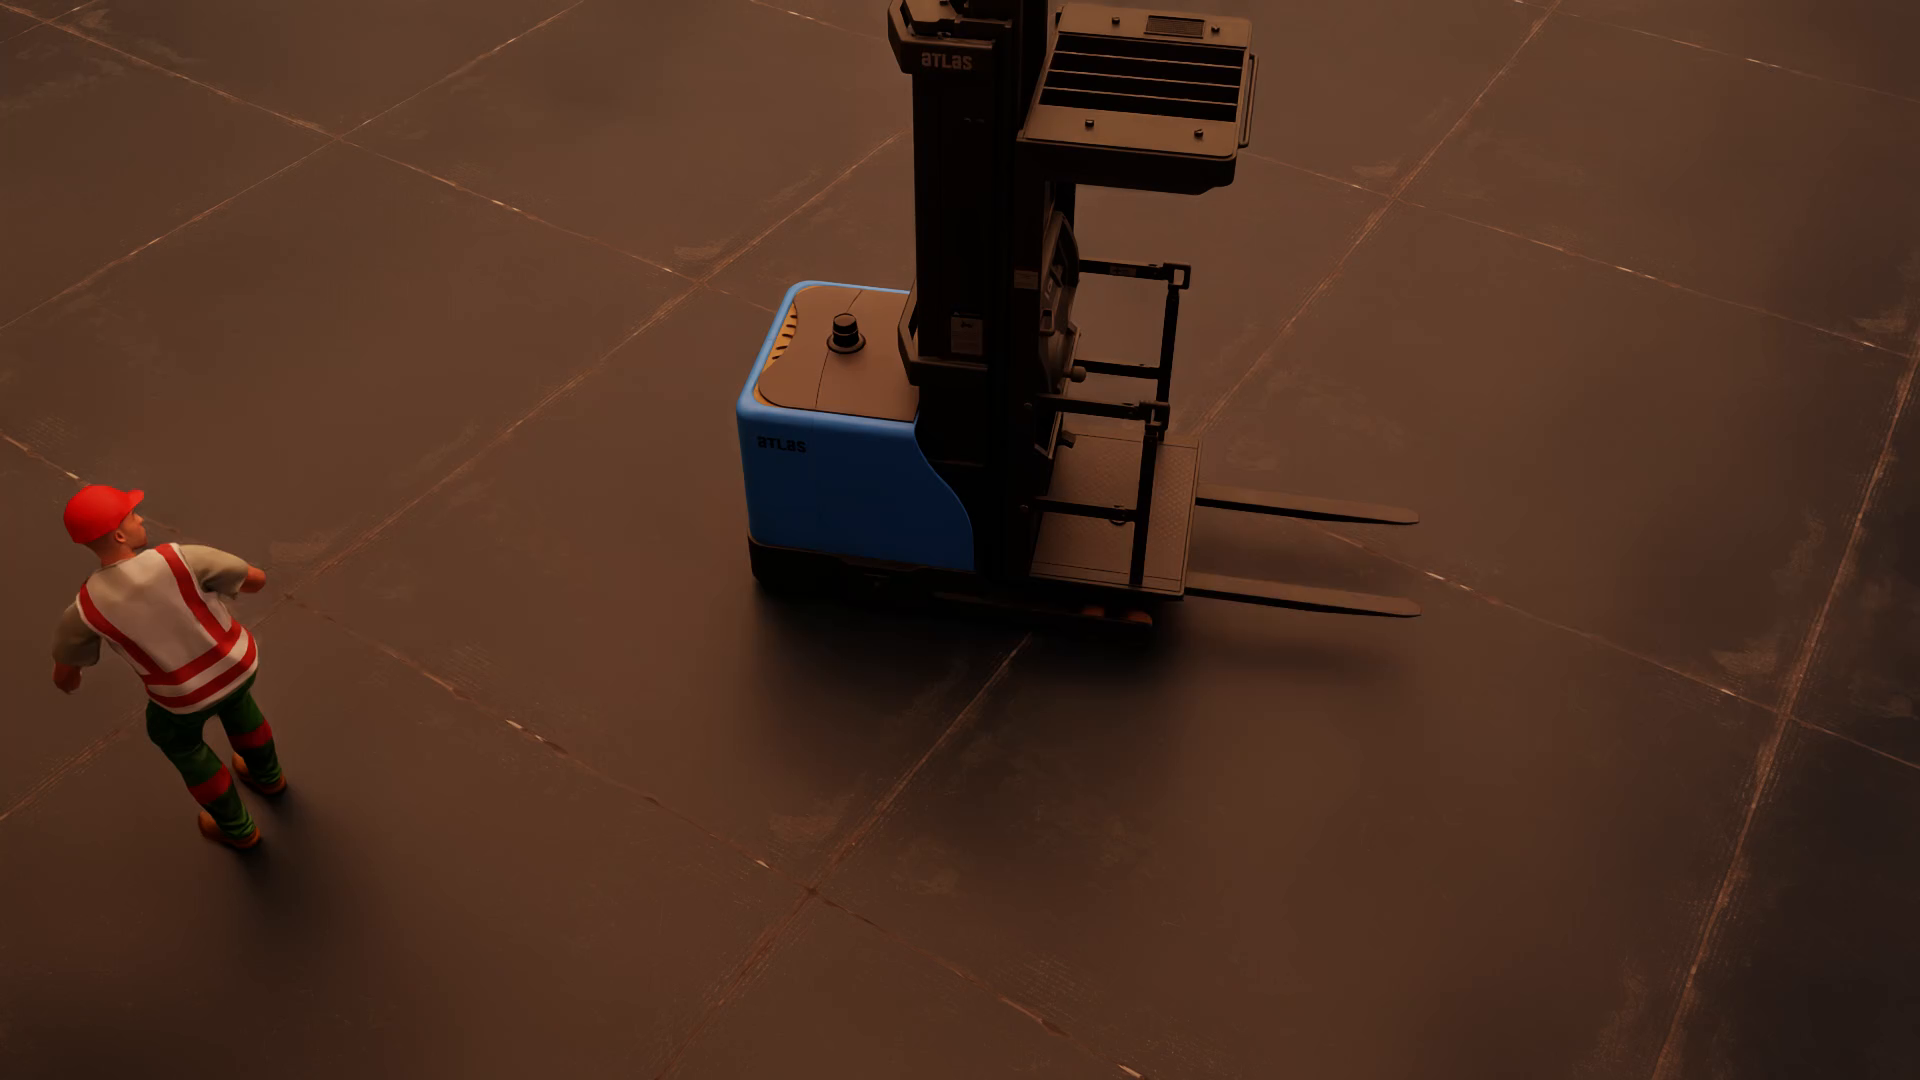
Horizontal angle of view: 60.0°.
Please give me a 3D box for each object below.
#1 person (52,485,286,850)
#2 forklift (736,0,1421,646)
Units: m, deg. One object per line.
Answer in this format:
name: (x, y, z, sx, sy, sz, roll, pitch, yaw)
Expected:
person: (-2.939, 0.473, 6.247, 0.771, 1.727, 0.549, -33, 52, -30)
forklift: (0.598, -0.987, 6.890, 3.031, 2.935, 1.130, 7, 44, 8)
